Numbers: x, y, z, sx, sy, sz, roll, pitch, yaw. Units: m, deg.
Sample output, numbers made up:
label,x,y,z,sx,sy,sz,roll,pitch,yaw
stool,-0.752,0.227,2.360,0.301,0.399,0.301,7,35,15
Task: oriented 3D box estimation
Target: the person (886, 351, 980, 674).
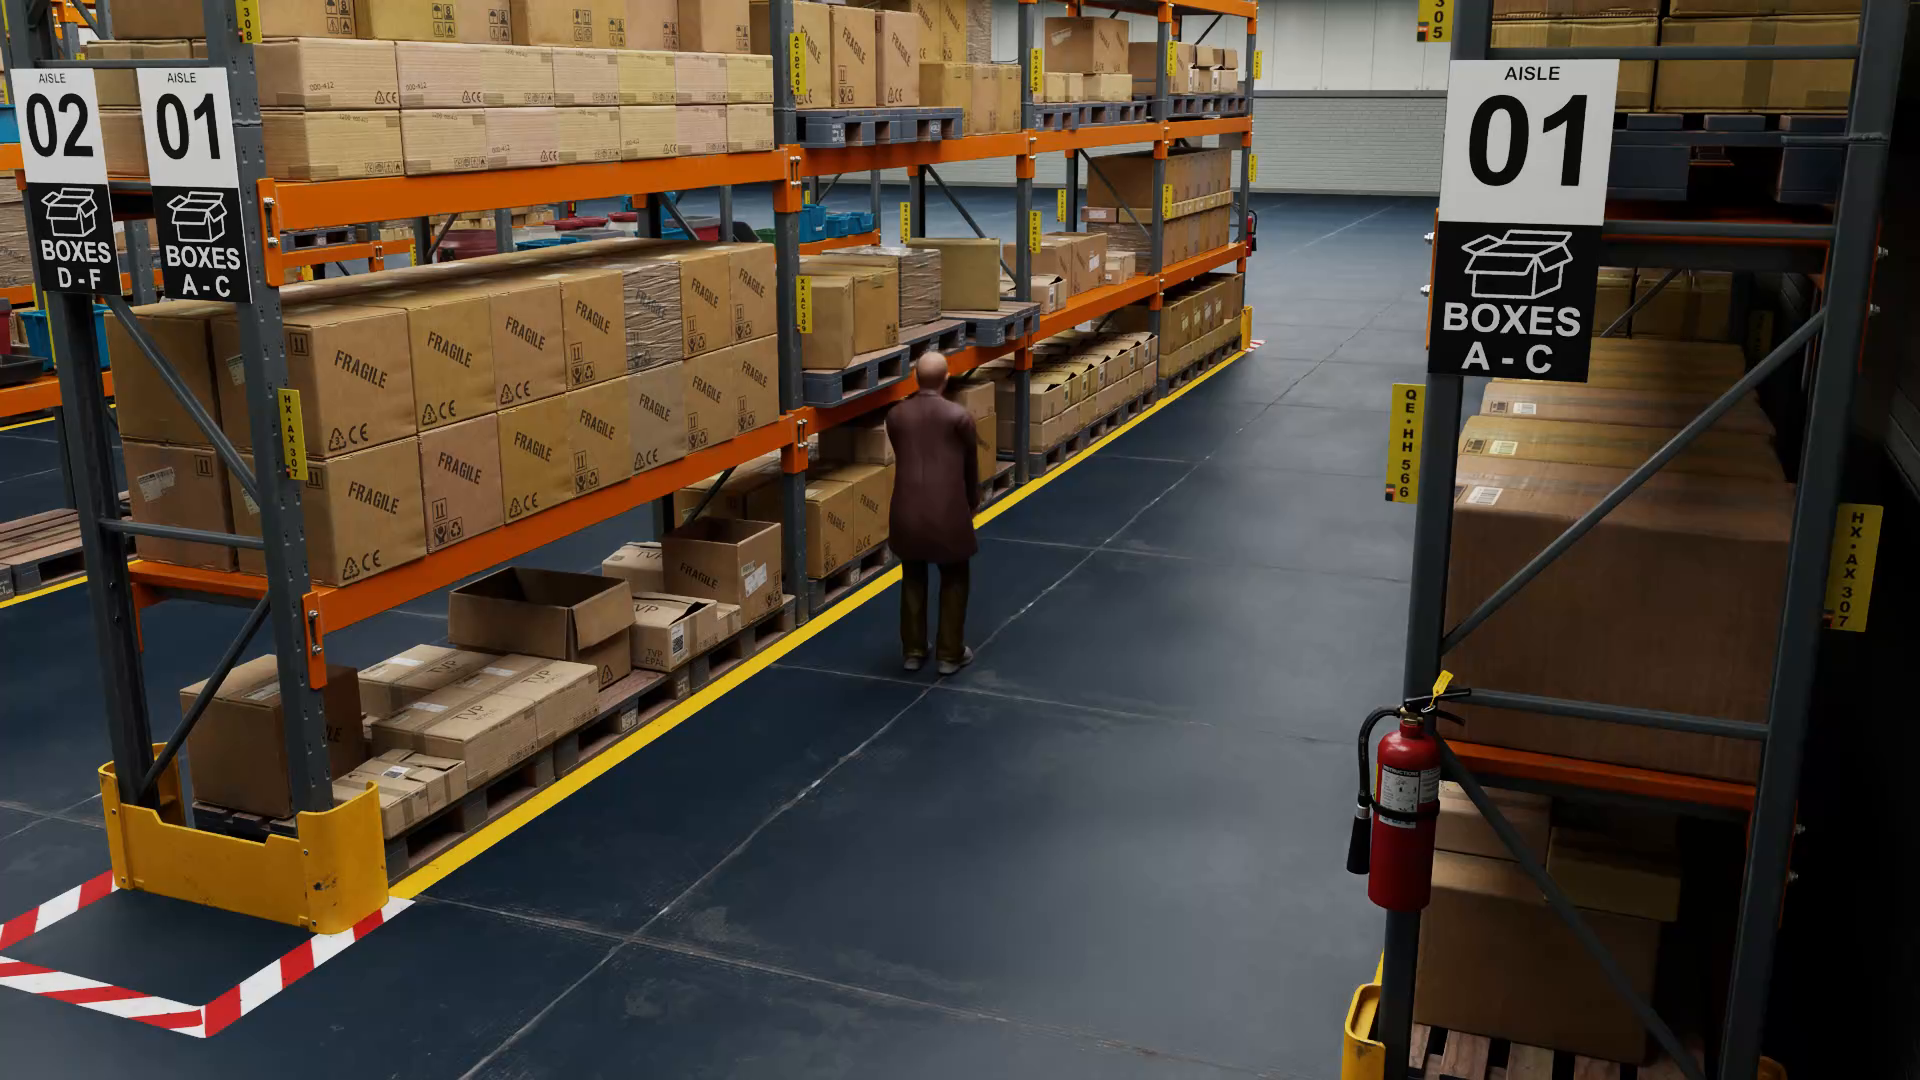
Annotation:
label,x,y,z,sx,sy,sz,roll,pitch,yaw
person,-0.129,-0.160,9.168,0.525,1.770,0.584,5,16,17
